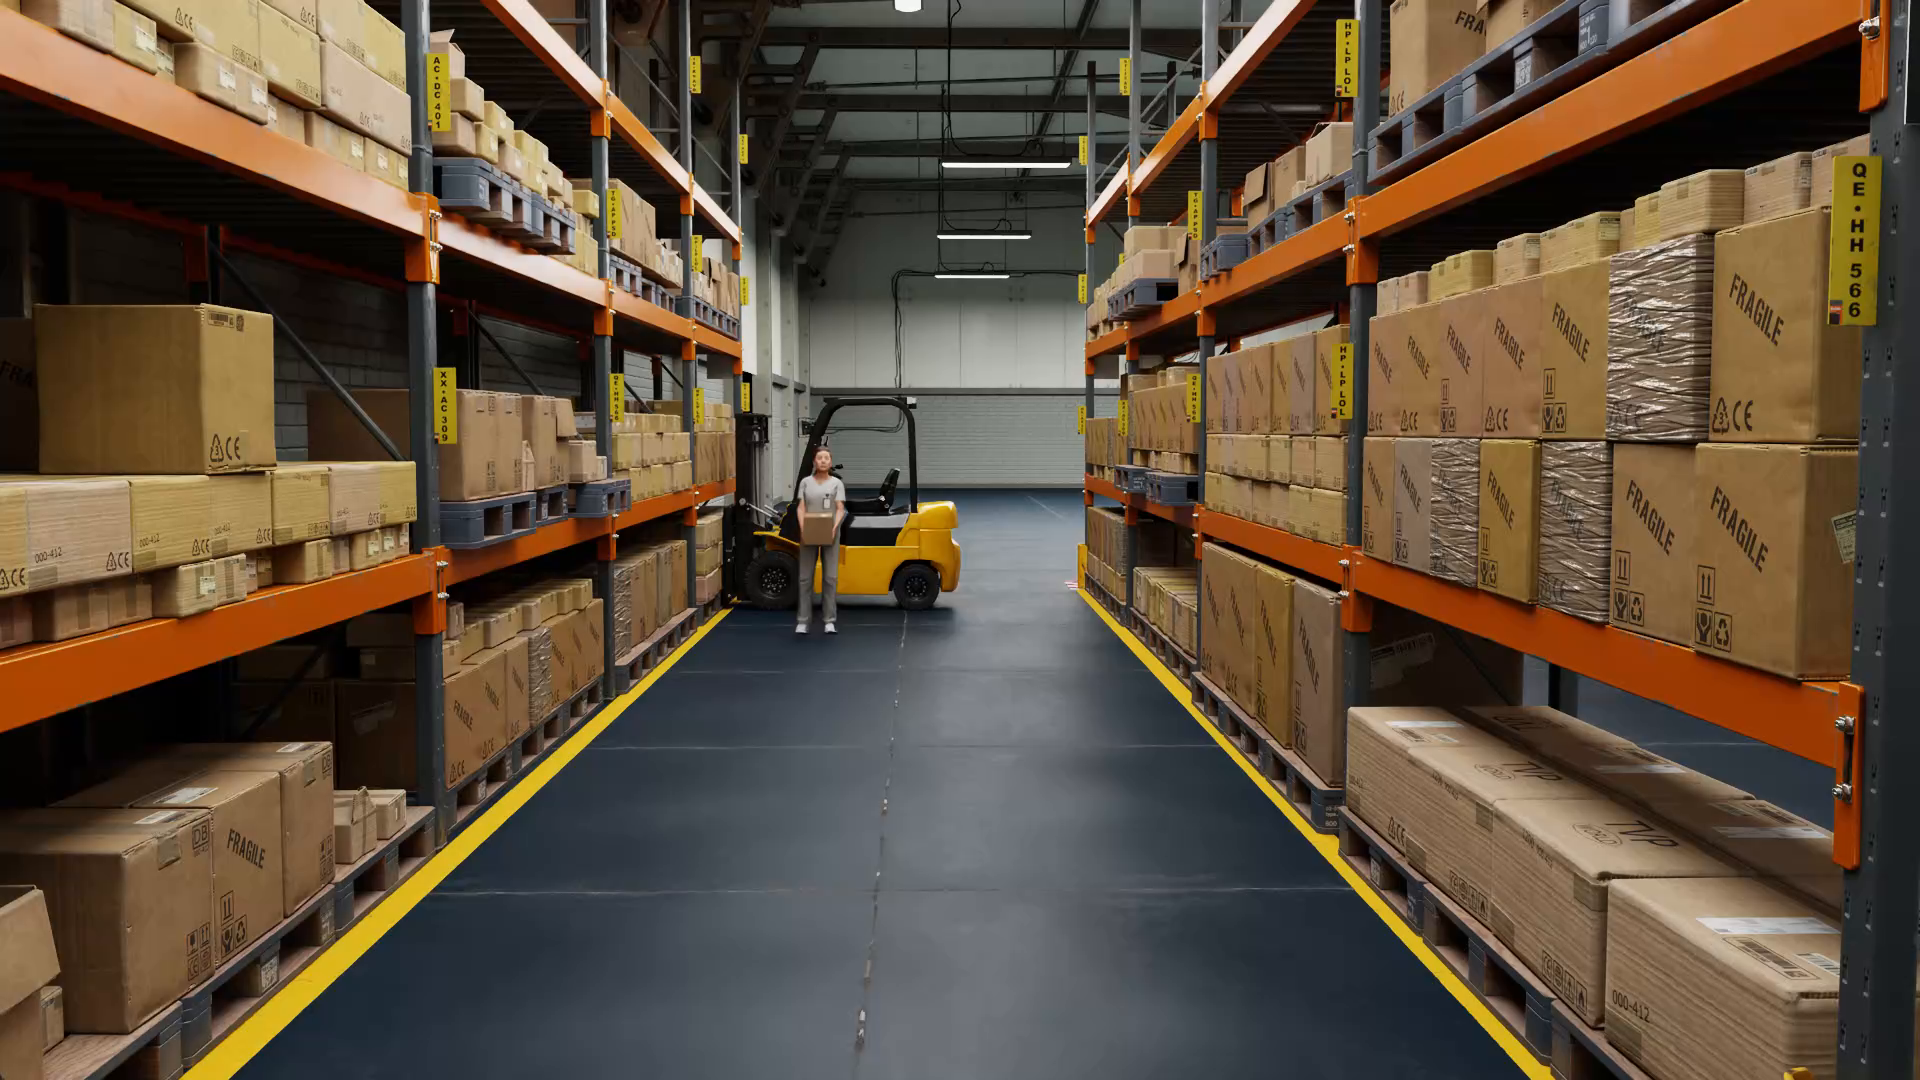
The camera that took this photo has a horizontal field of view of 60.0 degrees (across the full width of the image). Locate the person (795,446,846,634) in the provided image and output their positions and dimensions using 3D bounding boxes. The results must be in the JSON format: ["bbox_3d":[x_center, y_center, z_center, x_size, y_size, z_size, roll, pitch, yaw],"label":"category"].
[{"bbox_3d":[-1.252,0.004,14.959,0.452,1.664,0.519,0,4,-1],"label":"person"}]
